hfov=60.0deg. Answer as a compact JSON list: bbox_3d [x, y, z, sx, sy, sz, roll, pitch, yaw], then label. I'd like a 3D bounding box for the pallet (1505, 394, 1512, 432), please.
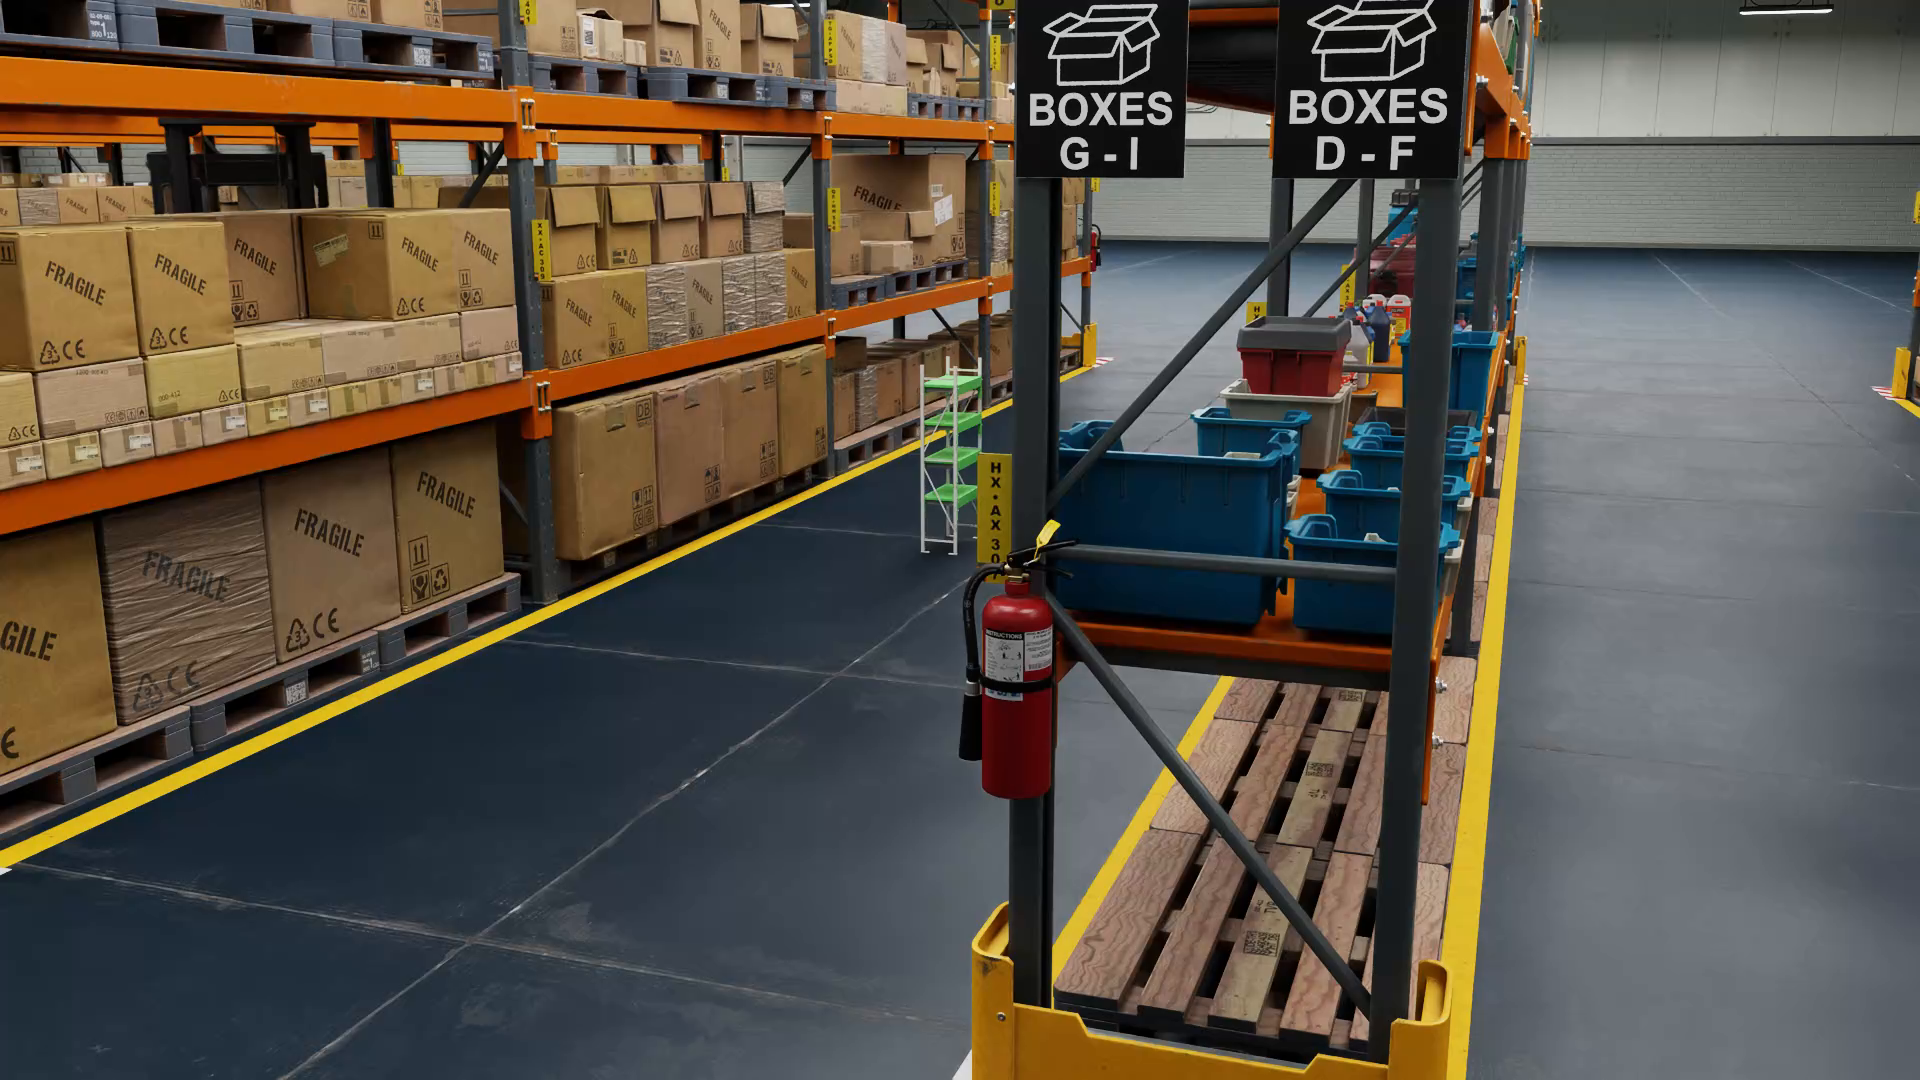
[{"bbox_3d":[4.756,-1.242,15.954,1.003,0.211,1.213,4,14,18],"label":"pallet"}]

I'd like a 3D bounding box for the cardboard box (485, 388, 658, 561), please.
[{"bbox_3d":[-2.588,-0.440,10.006,1.225,0.875,0.875,4,14,19],"label":"cardboard box"}]

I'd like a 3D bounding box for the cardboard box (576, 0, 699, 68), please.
[{"bbox_3d":[-2.122,-3.263,10.626,0.797,0.503,0.637,4,14,18],"label":"cardboard box"}]

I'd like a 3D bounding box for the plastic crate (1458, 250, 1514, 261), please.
[{"bbox_3d":[4.017,-1.970,12.734,0.402,0.464,0.583,4,14,18],"label":"plastic crate"}]

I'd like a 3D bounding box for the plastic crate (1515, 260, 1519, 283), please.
[{"bbox_3d":[5.206,-2.625,16.224,0.450,0.188,0.662,4,14,18],"label":"plastic crate"}]

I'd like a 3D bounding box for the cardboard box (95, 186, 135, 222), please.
[{"bbox_3d":[-9.656,-3.713,18.678,0.500,0.500,0.500,4,14,19],"label":"cardboard box"}]

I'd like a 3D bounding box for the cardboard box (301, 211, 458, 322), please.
[{"bbox_3d":[-2.838,-1.351,8.150,0.500,0.500,0.500,4,14,19],"label":"cardboard box"}]

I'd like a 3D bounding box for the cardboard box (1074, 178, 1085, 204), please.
[{"bbox_3d":[1.163,-4.209,19.548,0.500,0.500,0.500,4,14,18],"label":"cardboard box"}]

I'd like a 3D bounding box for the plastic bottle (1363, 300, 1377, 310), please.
[{"bbox_3d":[2.609,-1.395,10.637,0.152,0.276,0.135,4,14,18],"label":"plastic bottle"}]

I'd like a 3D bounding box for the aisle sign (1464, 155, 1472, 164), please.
[{"bbox_3d":[5.540,-4.609,18.596,0.394,0.787,0.004,4,14,18],"label":"aisle sign"}]

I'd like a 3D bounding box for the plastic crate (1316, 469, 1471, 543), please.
[{"bbox_3d":[1.221,-0.051,4.710,0.416,0.233,0.300,4,14,18],"label":"plastic crate"}]

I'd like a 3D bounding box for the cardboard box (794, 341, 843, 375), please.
[{"bbox_3d":[-1.293,-1.482,13.683,0.500,0.250,0.500,5,14,21],"label":"cardboard box"}]

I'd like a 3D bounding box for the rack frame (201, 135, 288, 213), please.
[{"bbox_3d":[-6.142,-2.356,14.567,1.000,3.000,0.127,4,14,18],"label":"rack frame"}]

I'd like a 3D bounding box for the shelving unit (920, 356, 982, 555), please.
[{"bbox_3d":[-0.054,-0.550,10.702,0.258,1.200,0.503,4,14,18],"label":"shelving unit"}]

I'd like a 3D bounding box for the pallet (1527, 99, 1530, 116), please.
[{"bbox_3d":[4.640,-3.992,15.420,1.213,0.211,1.003,4,14,18],"label":"pallet"}]

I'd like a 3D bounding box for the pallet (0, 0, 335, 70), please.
[{"bbox_3d":[-3.447,-2.127,7.022,1.003,0.211,1.213,4,14,18],"label":"pallet"}]

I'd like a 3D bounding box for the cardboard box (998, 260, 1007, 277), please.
[{"bbox_3d":[0.260,-2.772,16.957,0.380,0.149,0.250,4,14,18],"label":"cardboard box"}]

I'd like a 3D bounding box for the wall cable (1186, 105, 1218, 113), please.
[{"bbox_3d":[6.843,-15.387,50.539,2.305,6.003,0.169,4,14,18],"label":"wall cable"}]

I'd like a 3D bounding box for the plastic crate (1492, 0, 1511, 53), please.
[{"bbox_3d":[1.626,-1.785,5.594,0.437,0.282,0.530,4,14,18],"label":"plastic crate"}]

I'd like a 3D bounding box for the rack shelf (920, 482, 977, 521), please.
[{"bbox_3d":[-0.054,-0.254,10.769,0.258,0.148,0.480,4,14,18],"label":"rack shelf"}]

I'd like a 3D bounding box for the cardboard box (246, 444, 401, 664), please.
[{"bbox_3d":[-3.356,0.019,7.995,0.875,0.875,0.875,4,14,18],"label":"cardboard box"}]

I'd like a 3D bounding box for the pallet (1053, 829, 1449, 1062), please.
[{"bbox_3d":[0.920,1.253,5.026,1.003,0.211,1.213,4,14,18],"label":"pallet"}]

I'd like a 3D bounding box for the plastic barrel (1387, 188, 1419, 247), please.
[{"bbox_3d":[4.088,-2.648,14.720,0.600,0.901,0.708,4,14,18],"label":"plastic barrel"}]

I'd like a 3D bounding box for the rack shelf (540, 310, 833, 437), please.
[{"bbox_3d":[-2.129,-1.205,11.144,1.077,0.370,4.000,4,14,18],"label":"rack shelf"}]

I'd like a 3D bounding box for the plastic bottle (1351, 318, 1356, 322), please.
[{"bbox_3d":[2.245,-1.132,9.497,0.097,0.271,0.097,0,13,0],"label":"plastic bottle"}]

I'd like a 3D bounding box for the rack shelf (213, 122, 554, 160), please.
[{"bbox_3d":[-5.495,-3.888,16.158,1.077,0.370,4.000,4,14,18],"label":"rack shelf"}]

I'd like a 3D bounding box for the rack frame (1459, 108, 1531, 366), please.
[{"bbox_3d":[5.793,-3.305,18.727,1.000,3.000,0.127,4,14,18],"label":"rack frame"}]

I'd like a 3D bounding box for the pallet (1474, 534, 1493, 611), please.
[{"bbox_3d":[2.593,0.164,9.795,1.003,0.211,1.213,4,14,18],"label":"pallet"}]

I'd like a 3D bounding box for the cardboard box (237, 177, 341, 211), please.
[{"bbox_3d":[-5.987,-2.986,14.856,0.700,0.500,0.500,4,14,18],"label":"cardboard box"}]

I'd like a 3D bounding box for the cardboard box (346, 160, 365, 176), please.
[{"bbox_3d":[-8.400,-4.827,22.255,0.700,0.500,0.500,4,14,19],"label":"cardboard box"}]

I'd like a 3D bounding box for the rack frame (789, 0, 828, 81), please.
[{"bbox_3d":[-1.482,-4.902,12.242,1.000,3.000,0.127,4,14,18],"label":"rack frame"}]

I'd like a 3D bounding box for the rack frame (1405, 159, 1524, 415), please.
[{"bbox_3d":[4.499,-2.463,15.037,1.000,3.000,0.127,4,14,18],"label":"rack frame"}]

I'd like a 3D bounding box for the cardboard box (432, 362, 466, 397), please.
[{"bbox_3d":[-2.731,-0.816,8.388,0.380,0.149,0.250,4,13,17],"label":"cardboard box"}]

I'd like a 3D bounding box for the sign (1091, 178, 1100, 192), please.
[{"bbox_3d":[1.626,-4.336,19.932,0.100,0.325,0.005,4,14,18],"label":"sign"}]

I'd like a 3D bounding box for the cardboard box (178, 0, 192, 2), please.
[{"bbox_3d":[-3.535,-2.393,6.597,0.700,0.500,0.500,3,13,15],"label":"cardboard box"}]

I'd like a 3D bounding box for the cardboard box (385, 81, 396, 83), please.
[{"bbox_3d":[-5.538,-4.240,15.253,0.500,0.250,0.500,5,14,20],"label":"cardboard box"}]

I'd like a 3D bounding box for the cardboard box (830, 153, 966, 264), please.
[{"bbox_3d":[-0.577,-3.159,15.797,1.000,1.000,1.000,4,14,19],"label":"cardboard box"}]

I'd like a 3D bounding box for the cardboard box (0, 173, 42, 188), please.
[{"bbox_3d":[-10.305,-3.938,18.205,0.380,0.149,0.250,5,14,22],"label":"cardboard box"}]

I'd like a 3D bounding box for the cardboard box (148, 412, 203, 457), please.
[{"bbox_3d":[-3.312,-0.438,6.729,0.380,0.149,0.250,4,13,17],"label":"cardboard box"}]

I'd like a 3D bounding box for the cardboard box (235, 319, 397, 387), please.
[{"bbox_3d":[-3.000,-0.878,7.764,0.500,0.250,0.500,5,14,20],"label":"cardboard box"}]

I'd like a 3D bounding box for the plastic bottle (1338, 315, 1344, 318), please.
[{"bbox_3d":[2.164,-1.140,9.504,0.061,0.283,0.133,4,14,18],"label":"plastic bottle"}]

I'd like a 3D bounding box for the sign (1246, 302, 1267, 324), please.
[{"bbox_3d":[1.391,-0.953,7.801,0.100,0.325,0.005,4,14,18],"label":"sign"}]

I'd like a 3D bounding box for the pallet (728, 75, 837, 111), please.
[{"bbox_3d":[-1.640,-3.208,11.986,1.213,0.211,1.003,5,14,21],"label":"pallet"}]

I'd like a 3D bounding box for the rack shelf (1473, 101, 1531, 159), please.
[{"bbox_3d":[3.852,-3.153,12.938,1.077,0.370,4.000,4,14,18],"label":"rack shelf"}]

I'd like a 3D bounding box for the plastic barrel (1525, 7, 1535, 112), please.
[{"bbox_3d":[4.328,-3.909,13.506,0.600,0.901,0.600,0,13,0],"label":"plastic barrel"}]

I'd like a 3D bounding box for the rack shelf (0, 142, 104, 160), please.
[{"bbox_3d":[-13.615,-5.422,22.879,1.077,0.370,4.000,4,14,18],"label":"rack shelf"}]

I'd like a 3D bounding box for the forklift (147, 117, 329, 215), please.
[{"bbox_3d":[-4.943,-1.639,11.581,1.130,2.935,3.031,-6,14,-25],"label":"forklift"}]

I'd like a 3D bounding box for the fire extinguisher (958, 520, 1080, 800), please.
[{"bbox_3d":[0.138,0.282,4.021,0.296,0.674,0.183,4,14,18],"label":"fire extinguisher"}]

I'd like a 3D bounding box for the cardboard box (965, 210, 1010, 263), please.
[{"bbox_3d":[0.017,-3.103,16.951,0.875,0.500,0.500,4,14,18],"label":"cardboard box"}]

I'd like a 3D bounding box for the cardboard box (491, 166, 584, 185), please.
[{"bbox_3d":[-4.696,-3.872,18.450,0.875,0.550,0.550,4,14,18],"label":"cardboard box"}]

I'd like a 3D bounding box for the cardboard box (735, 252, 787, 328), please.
[{"bbox_3d":[-1.574,-1.800,11.907,0.500,0.500,0.500,4,14,18],"label":"cardboard box"}]

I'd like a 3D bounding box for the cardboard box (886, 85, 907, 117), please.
[{"bbox_3d":[-0.765,-3.664,13.896,0.500,0.250,0.500,5,14,20],"label":"cardboard box"}]
